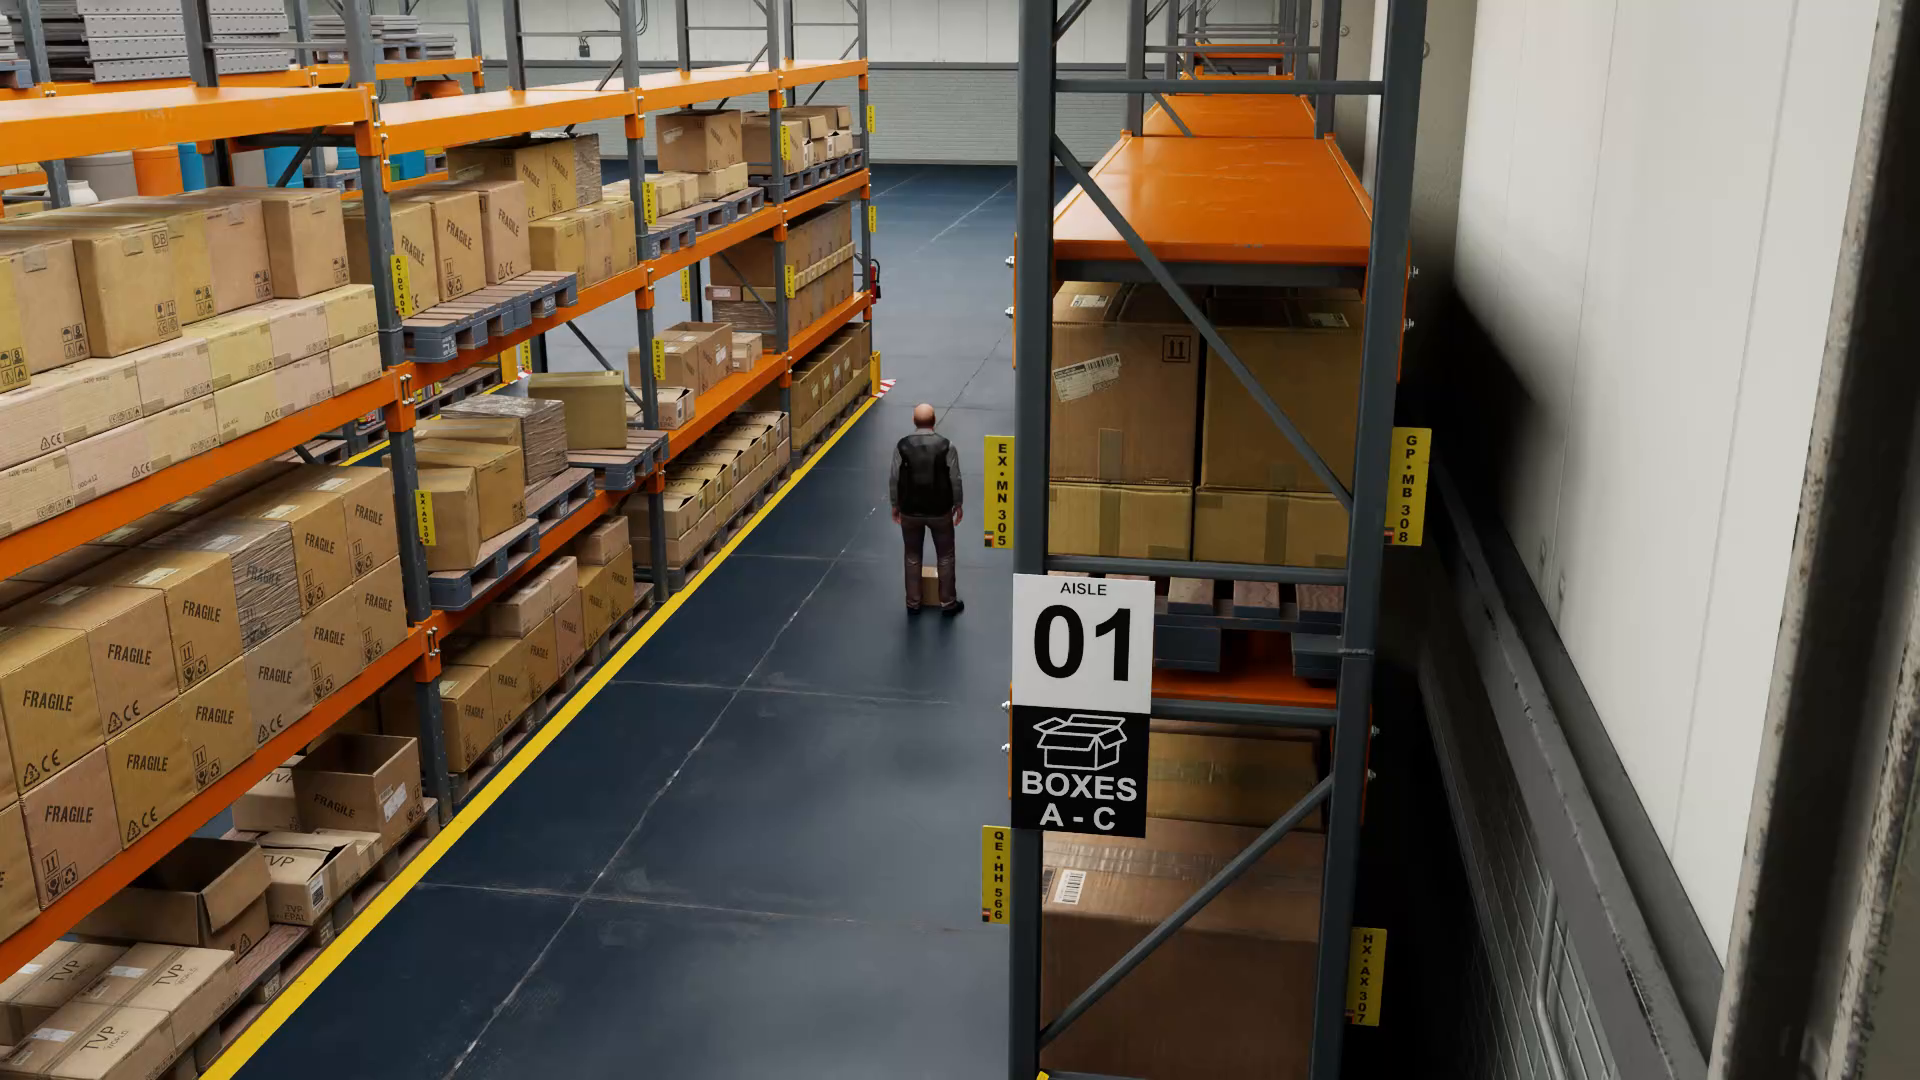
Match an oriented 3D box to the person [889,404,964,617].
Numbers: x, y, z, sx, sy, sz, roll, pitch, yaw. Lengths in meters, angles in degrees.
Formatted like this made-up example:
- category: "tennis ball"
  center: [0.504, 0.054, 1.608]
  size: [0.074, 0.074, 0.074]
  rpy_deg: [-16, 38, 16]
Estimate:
- category: "person"
  center: [-0.270, -0.232, 13.314]
  size: [0.592, 1.722, 0.415]
  rpy_deg: [2, 18, 6]
